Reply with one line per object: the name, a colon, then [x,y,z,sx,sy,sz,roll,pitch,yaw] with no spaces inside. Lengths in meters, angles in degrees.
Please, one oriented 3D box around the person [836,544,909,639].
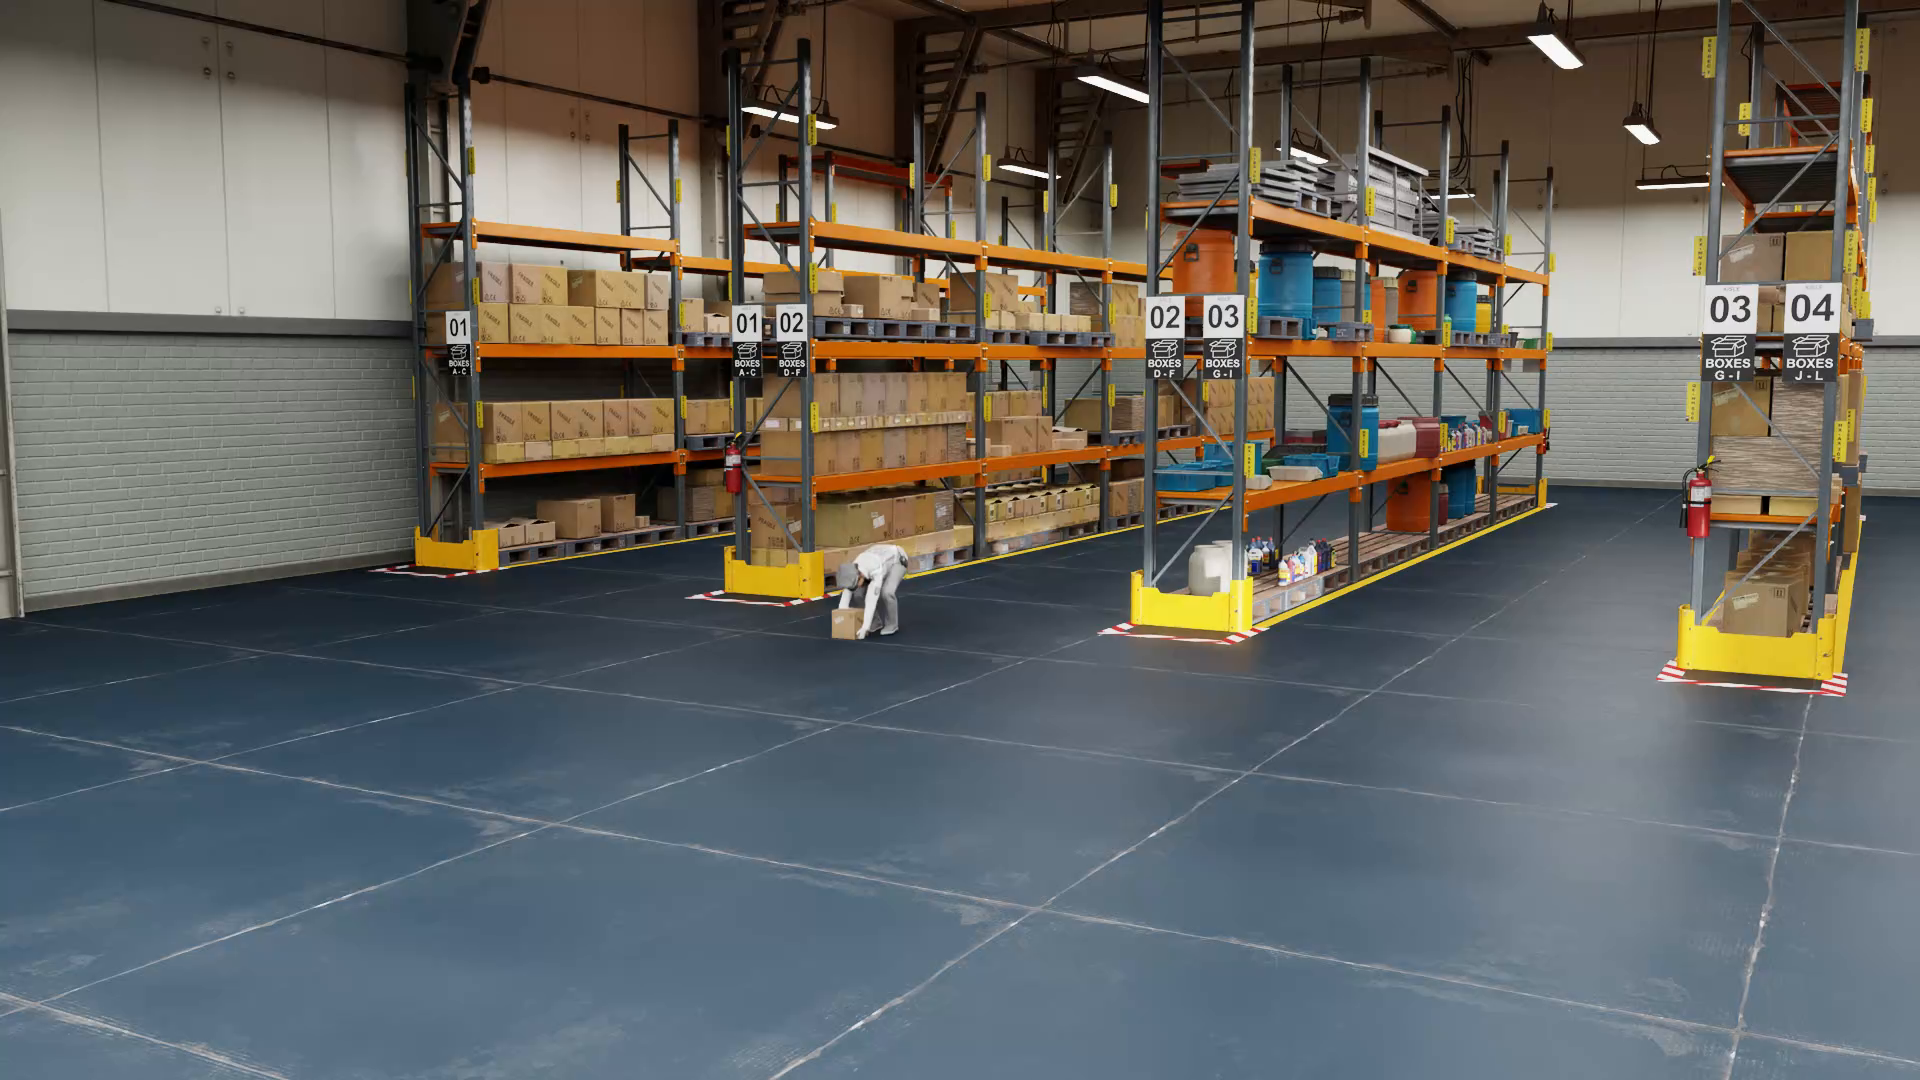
person: [-0.843,0.484,15.778,0.523,0.841,0.888,3,7,26]
